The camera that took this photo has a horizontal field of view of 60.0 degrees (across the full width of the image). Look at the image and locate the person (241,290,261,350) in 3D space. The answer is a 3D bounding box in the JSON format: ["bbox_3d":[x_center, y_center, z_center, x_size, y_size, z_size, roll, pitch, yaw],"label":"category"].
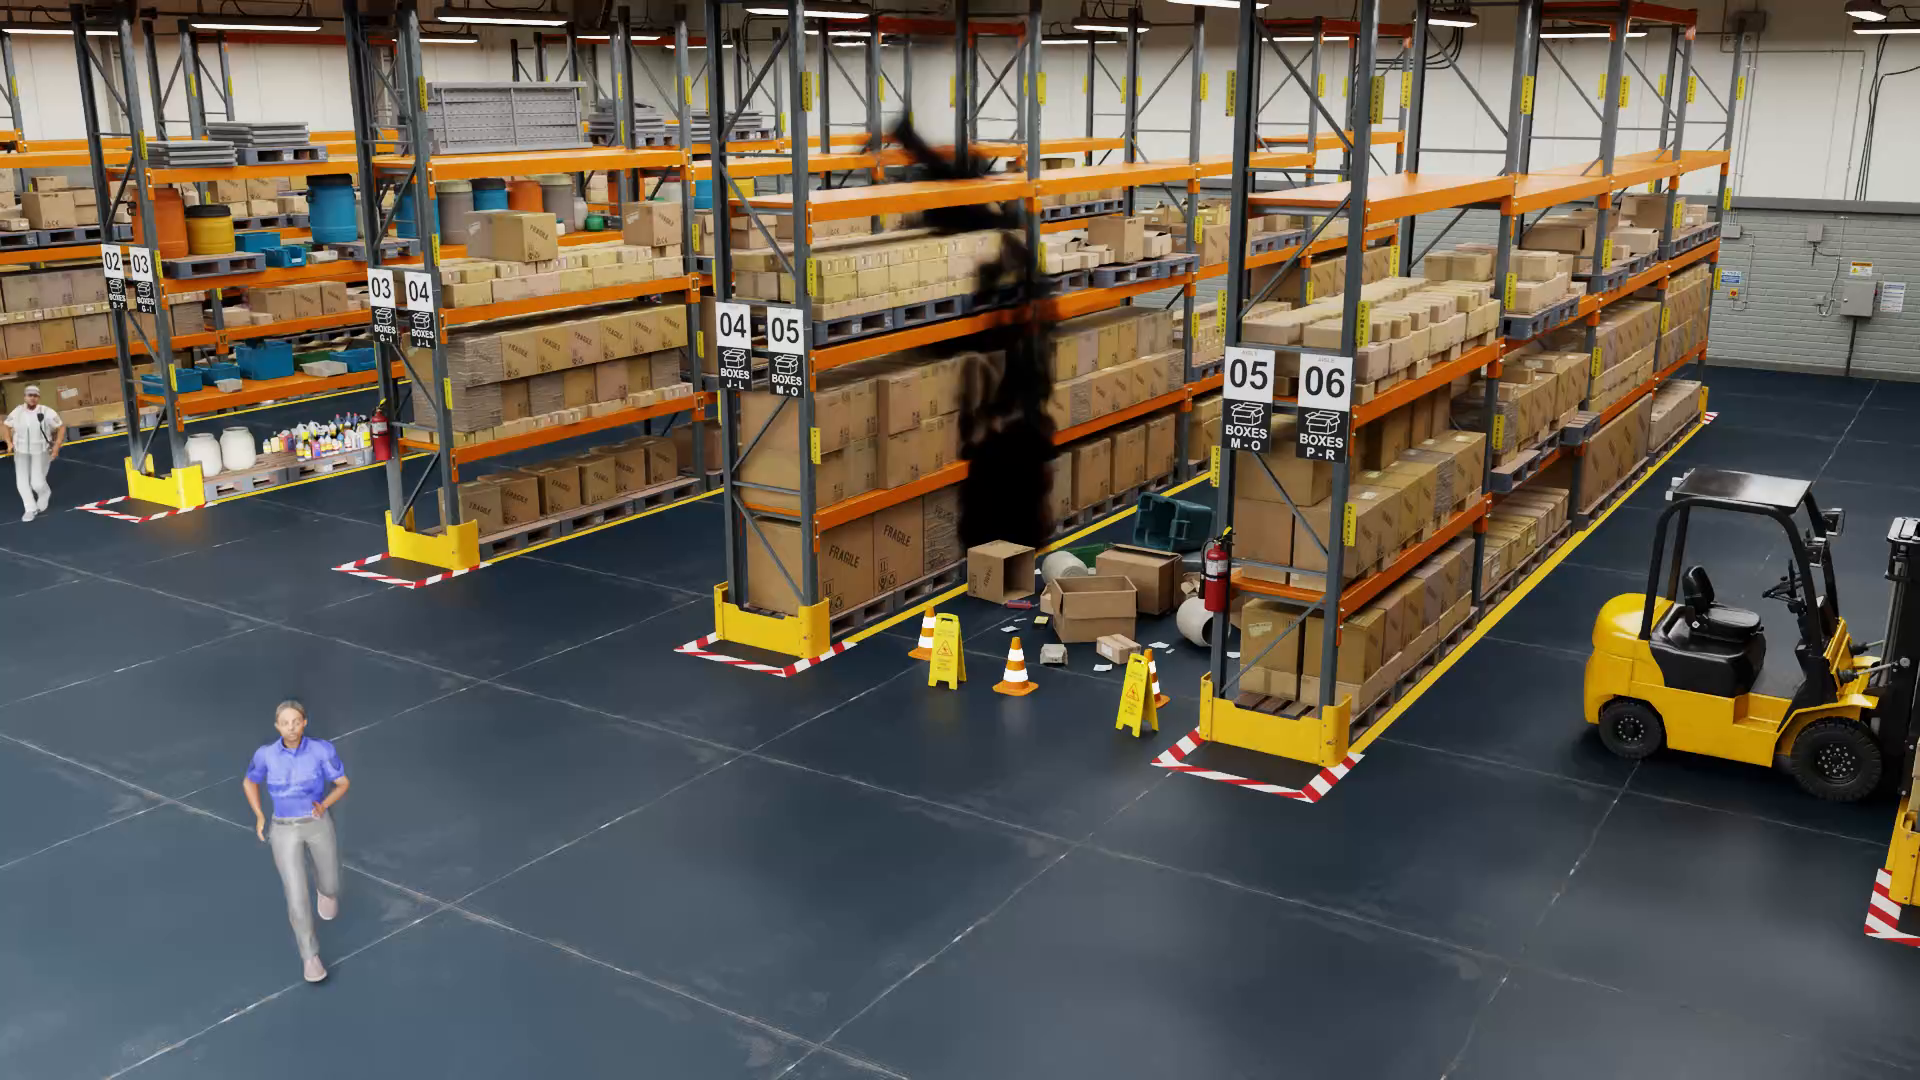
[{"bbox_3d":[-12.303,-3.547,28.914,0.537,1.596,0.878,7,17,24],"label":"person"}]

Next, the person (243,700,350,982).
[{"bbox_3d":[-3.936,1.735,9.943,0.588,1.623,0.815,-6,17,-22],"label":"person"}]

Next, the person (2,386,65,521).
[{"bbox_3d":[-11.127,-1.045,20.001,0.672,1.622,0.483,-4,16,-14],"label":"person"}]
